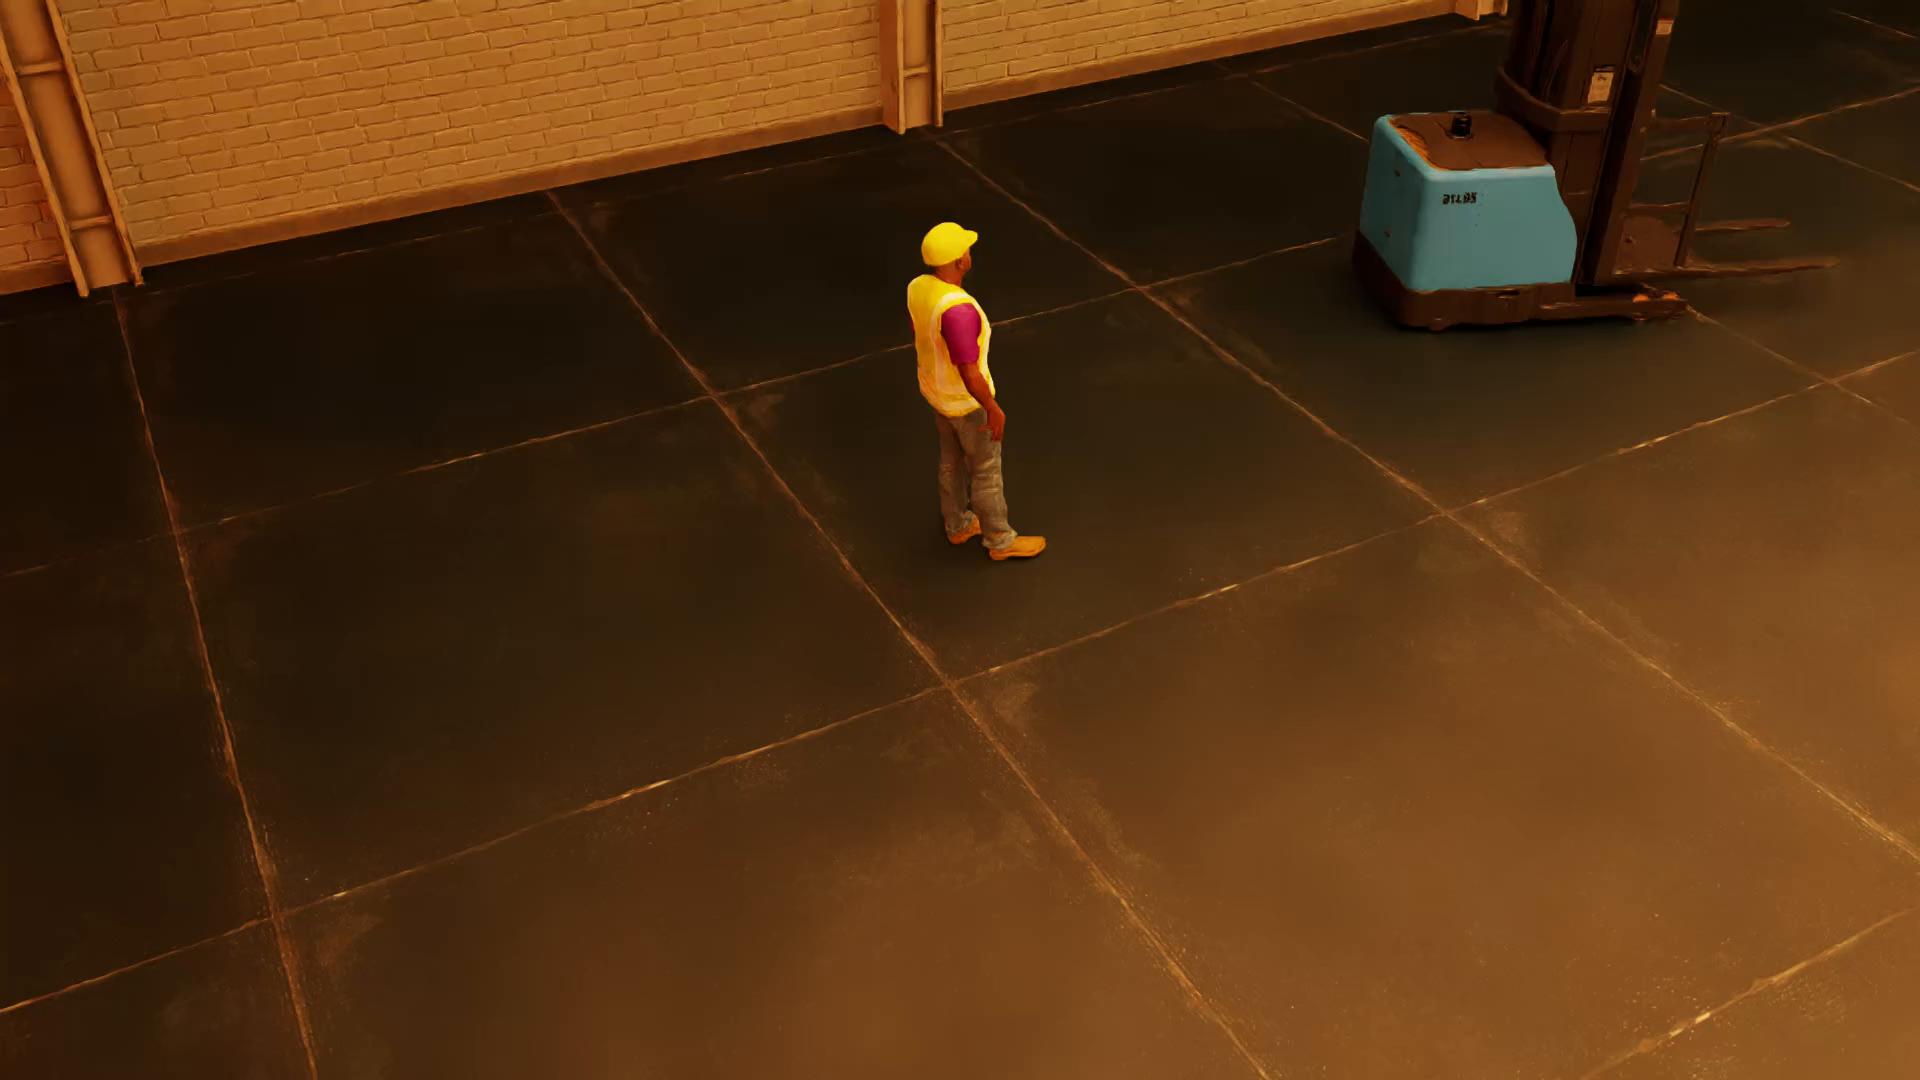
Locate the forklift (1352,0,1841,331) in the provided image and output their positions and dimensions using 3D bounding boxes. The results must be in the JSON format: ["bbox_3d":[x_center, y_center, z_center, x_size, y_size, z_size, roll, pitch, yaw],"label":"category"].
[{"bbox_3d":[4.199,-2.894,10.217,3.031,2.935,1.130,-5,36,-7],"label":"forklift"}]

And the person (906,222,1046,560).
[{"bbox_3d":[0.064,-0.743,8.171,0.576,1.766,0.665,-17,39,-23],"label":"person"}]
